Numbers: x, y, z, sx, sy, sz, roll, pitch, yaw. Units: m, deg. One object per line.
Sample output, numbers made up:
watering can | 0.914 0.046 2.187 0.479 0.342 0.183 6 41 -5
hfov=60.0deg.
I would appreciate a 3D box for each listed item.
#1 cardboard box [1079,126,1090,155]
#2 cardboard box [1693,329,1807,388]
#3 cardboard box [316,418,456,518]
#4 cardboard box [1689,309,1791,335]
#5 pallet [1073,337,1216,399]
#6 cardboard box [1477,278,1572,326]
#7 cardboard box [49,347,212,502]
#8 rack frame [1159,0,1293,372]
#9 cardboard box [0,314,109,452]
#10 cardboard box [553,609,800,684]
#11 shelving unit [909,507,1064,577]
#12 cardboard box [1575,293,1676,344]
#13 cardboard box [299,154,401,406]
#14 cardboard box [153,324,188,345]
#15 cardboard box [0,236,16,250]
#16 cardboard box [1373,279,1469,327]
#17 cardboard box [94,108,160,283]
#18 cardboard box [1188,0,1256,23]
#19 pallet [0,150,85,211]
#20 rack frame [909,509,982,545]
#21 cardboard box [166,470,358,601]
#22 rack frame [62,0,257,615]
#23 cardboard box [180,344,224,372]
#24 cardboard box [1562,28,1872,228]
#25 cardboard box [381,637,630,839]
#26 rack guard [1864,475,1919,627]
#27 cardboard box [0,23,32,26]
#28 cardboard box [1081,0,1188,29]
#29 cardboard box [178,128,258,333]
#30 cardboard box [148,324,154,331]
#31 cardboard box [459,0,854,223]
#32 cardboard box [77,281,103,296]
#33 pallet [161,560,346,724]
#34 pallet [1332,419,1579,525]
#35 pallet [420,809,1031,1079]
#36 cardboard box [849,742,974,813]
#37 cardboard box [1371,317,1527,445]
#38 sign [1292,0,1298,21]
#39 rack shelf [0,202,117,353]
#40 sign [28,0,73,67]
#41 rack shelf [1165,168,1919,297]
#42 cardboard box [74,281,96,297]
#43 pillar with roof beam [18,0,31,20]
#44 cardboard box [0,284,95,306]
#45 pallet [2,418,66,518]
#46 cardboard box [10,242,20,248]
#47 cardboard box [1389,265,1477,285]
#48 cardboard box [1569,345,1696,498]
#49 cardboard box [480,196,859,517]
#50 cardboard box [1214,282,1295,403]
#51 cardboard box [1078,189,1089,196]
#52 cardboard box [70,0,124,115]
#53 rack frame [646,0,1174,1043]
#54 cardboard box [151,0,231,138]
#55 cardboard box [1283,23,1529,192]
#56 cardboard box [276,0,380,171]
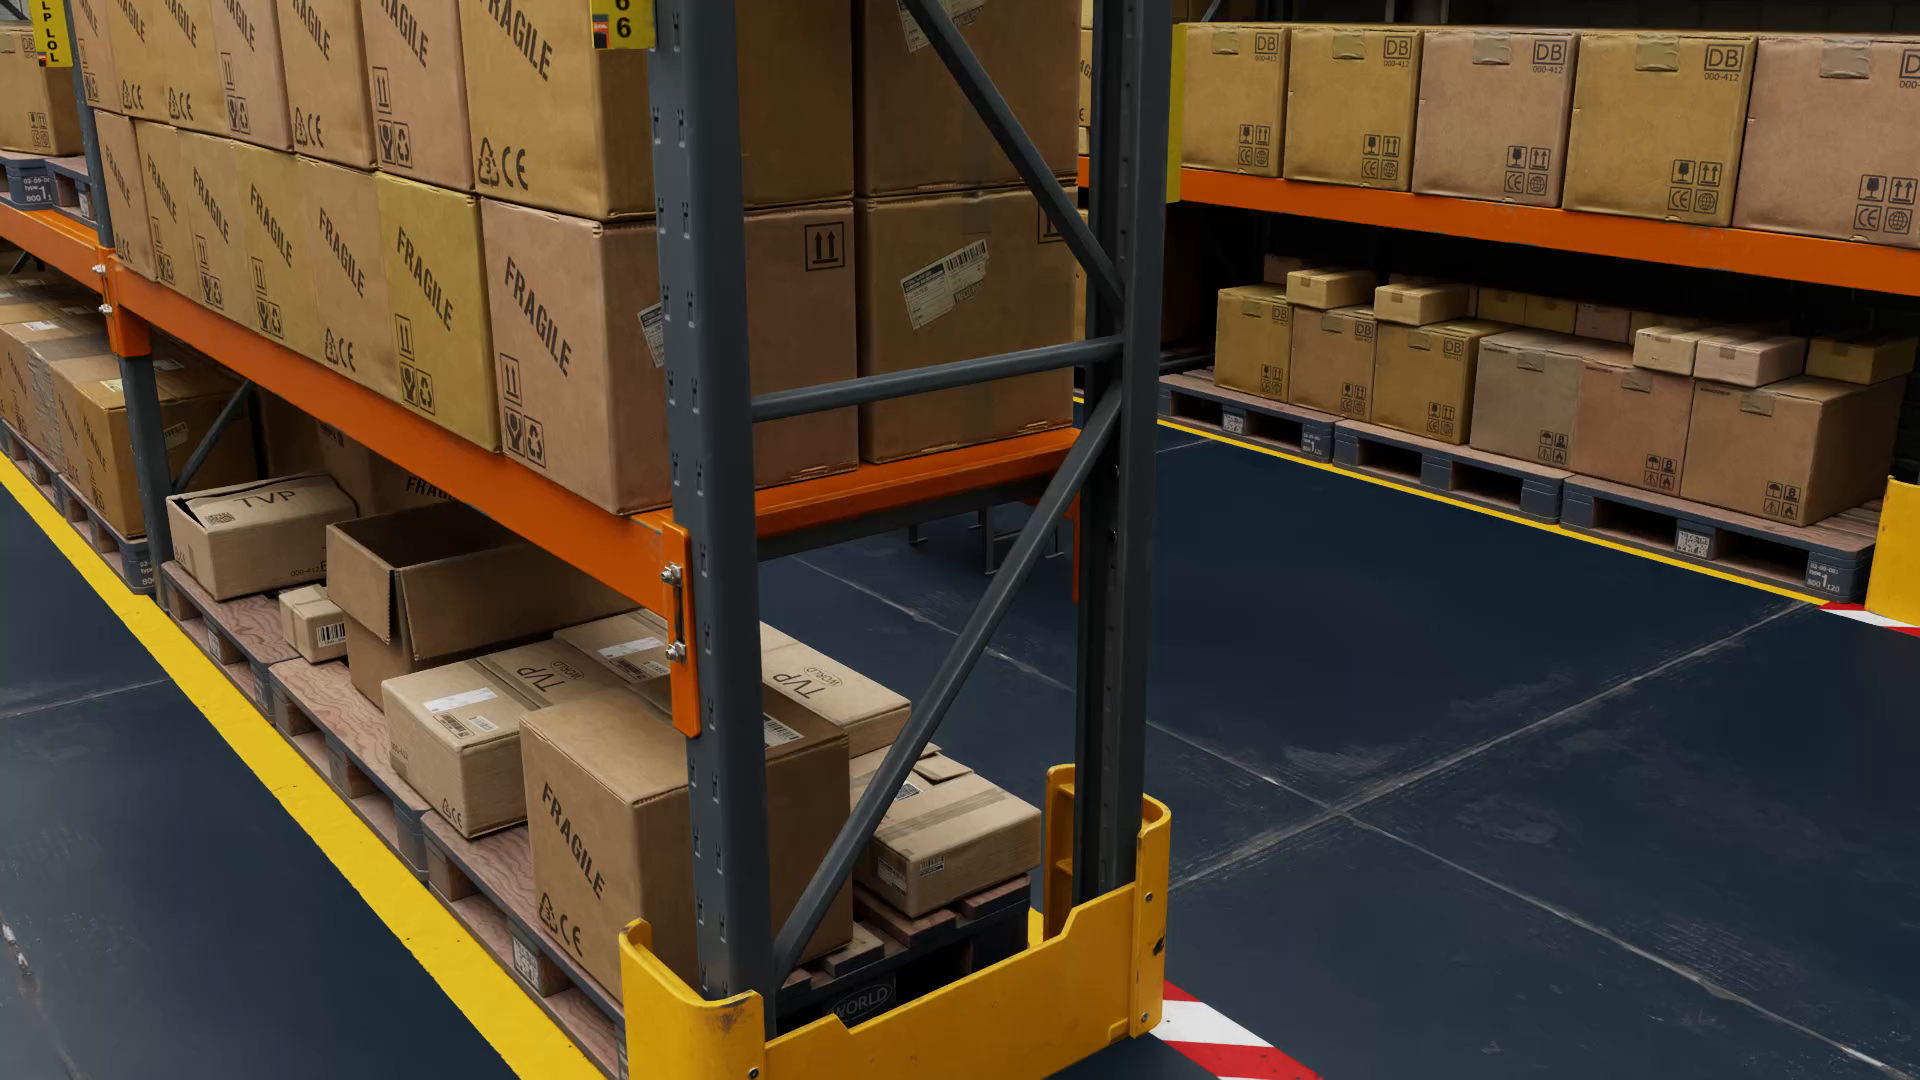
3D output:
cardboard box | 0.746 -2.207 9.124 0.380 0.149 0.250 -13 23 -35
cardboard box | 3.101 -0.715 6.528 0.380 0.149 0.250 -14 23 -37
cardboard box | -1.951 -0.201 5.974 0.500 0.500 0.500 -14 23 -36
cardboard box | 3.243 -0.852 6.941 0.380 0.149 0.250 -14 23 -36
pallet | 0.815 -1.083 9.798 1.003 0.211 1.213 -14 23 -36
cardboard box | 2.613 -1.102 7.696 0.380 0.149 0.250 -14 23 -37
cardboard box | -3.359 -0.475 6.802 0.500 0.500 0.500 -14 23 -36
rack frame | 1.353 -2.231 8.830 1.000 3.000 0.127 -14 23 -36
cardboard box | -3.988 -0.724 7.552 0.500 0.500 0.500 -15 23 -38
cardboard box | -0.780 0.383 4.609 0.500 0.250 0.500 -14 23 -36
shelving unit | 0.103 -0.956 6.409 0.431 2.100 0.503 -14 23 -36
cardboard box | 2.929 -0.977 7.317 0.380 0.149 0.250 -14 23 -35
cardboard box | -1.166 -0.634 3.846 0.500 0.500 0.500 -14 23 -36
cardboard box | -3.258 -1.055 7.361 0.500 0.250 0.500 -14 23 -36
cardboard box | -5.857 -1.617 9.789 0.500 0.311 0.500 -14 23 -37
cardboard box | 2.131 -1.099 7.687 0.380 0.149 0.250 -15 23 -38
cardboard box | -2.425 -1.132 5.351 0.500 0.500 0.500 -13 22 -35
cardboard box | 1.272 -2.950 9.142 0.500 0.250 0.500 -13 22 -34
pallet | -3.800 -1.680 7.469 1.003 0.211 1.213 -14 23 -36
rack frame | -0.049 -1.016 6.591 0.400 2.100 0.015 -14 23 -36
cardboard box | -2.437 -0.050 5.821 0.500 0.311 0.500 -14 23 -36
rack frame | -2.528 -1.264 5.907 1.000 3.000 0.127 -14 23 -36
cardboard box | -2.977 -0.582 7.125 0.500 0.500 0.500 -14 23 -35
cardboard box | 3.052 -1.689 6.714 0.980 0.700 0.700 -14 23 -37
cardboard box | -1.141 0.493 4.277 0.500 0.250 0.500 -14 23 -36
rack guard | 3.852 -0.053 6.228 1.175 0.500 0.348 -14 23 -36
cardboard box | -4.114 -2.100 7.607 0.700 0.500 0.500 -9 20 -26
cardboard box | 0.863 -2.851 8.843 0.500 0.250 0.500 -13 23 -35
cardboard box | -1.795 -0.883 4.599 0.500 0.500 0.500 -14 23 -36
cardboard box | -3.595 -0.831 7.878 0.500 0.500 0.500 -15 24 -38
cardboard box | -0.536 -0.856 2.927 0.500 0.500 0.500 -14 23 -37
cardboard box | -4.208 -1.430 8.492 0.500 0.250 0.500 -13 22 -34
pallet | -2.102 0.230 5.834 1.003 0.211 1.213 -14 23 -36
pallet | 2.526 -0.404 7.747 1.003 0.211 1.213 -14 23 -36
pallet | -0.587 0.831 4.018 1.003 0.211 1.213 -14 23 -36
cardboard box | -0.190 0.626 4.007 0.380 0.166 0.250 -14 23 -36
cardboard box | 2.363 -0.789 7.780 0.700 0.500 0.500 -13 23 -35
sign | 1.787 -2.789 9.009 0.100 0.325 0.005 -14 23 -36
rack shelf | -3.769 -1.415 7.508 1.077 0.370 4.000 -14 23 -36
sign | -2.960 -1.704 5.395 0.100 0.325 0.005 -14 23 -36
rack shelf | 2.595 -1.397 7.454 1.077 0.370 4.000 -14 23 -36
cardboard box | -4.246 -1.087 8.650 0.500 0.500 0.500 -13 22 -34
pillar with roof beam | -23.261 -13.106 32.128 9.100 9.000 0.400 -14 23 -36
cardboard box | -4.623 -0.976 8.314 0.500 0.500 0.500 -15 24 -38
pallet | -3.824 -0.434 7.837 1.003 0.211 1.213 -14 23 -36
cardboard box | -5.439 -1.724 10.110 0.500 0.311 0.500 -15 23 -37
cardboard box | 2.296 -1.228 8.076 0.380 0.149 0.250 -15 23 -38
cardboard box | 3.013 -0.535 7.014 0.700 0.500 0.500 -14 23 -36
cardboard box | -0.535 -0.383 3.087 0.500 0.500 0.500 -13 22 -34
cardboard box | 1.737 -1.040 8.540 0.700 0.500 0.500 -14 23 -35
cardboard box | 0.294 -1.764 10.168 0.750 0.750 0.750 -13 22 -34
cardboard box | -2.456 -1.615 5.218 0.500 0.500 0.500 -13 22 -35
rack frame | -0.044 -0.278 2.930 1.000 3.000 0.127 -14 23 -36
cardboard box | -1.816 -1.361 4.451 0.500 0.500 0.500 -15 23 -38
cardboard box | 2.126 -2.056 7.823 0.980 0.700 0.700 -15 23 -37
cardboard box | -1.176 -1.107 3.685 0.500 0.500 0.500 -13 22 -35
